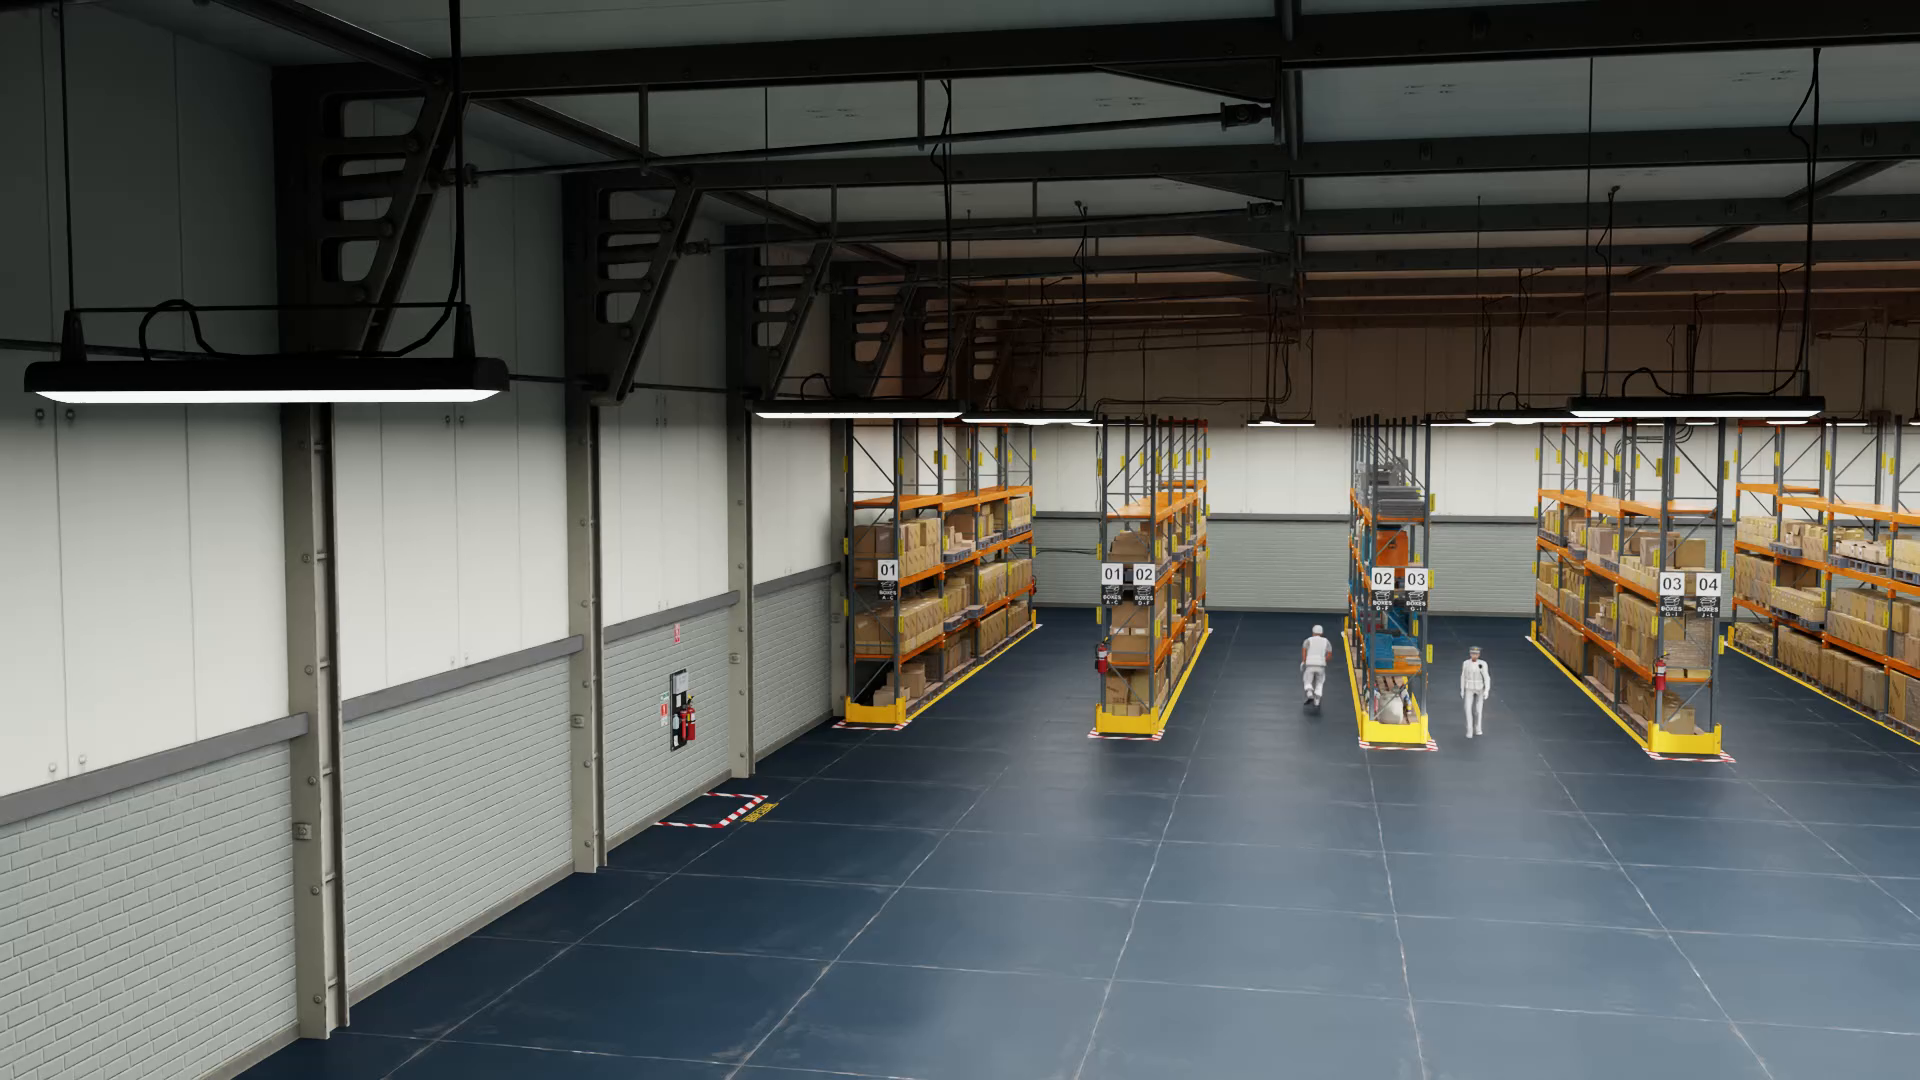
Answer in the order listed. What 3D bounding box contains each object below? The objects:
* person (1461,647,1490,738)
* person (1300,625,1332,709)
[{"bbox_3d":[9.621,2.846,31.043,0.527,1.726,0.497,1,4,21],"label":"person"},{"bbox_3d":[7.334,2.606,34.308,0.640,1.679,0.792,1,4,13],"label":"person"}]
